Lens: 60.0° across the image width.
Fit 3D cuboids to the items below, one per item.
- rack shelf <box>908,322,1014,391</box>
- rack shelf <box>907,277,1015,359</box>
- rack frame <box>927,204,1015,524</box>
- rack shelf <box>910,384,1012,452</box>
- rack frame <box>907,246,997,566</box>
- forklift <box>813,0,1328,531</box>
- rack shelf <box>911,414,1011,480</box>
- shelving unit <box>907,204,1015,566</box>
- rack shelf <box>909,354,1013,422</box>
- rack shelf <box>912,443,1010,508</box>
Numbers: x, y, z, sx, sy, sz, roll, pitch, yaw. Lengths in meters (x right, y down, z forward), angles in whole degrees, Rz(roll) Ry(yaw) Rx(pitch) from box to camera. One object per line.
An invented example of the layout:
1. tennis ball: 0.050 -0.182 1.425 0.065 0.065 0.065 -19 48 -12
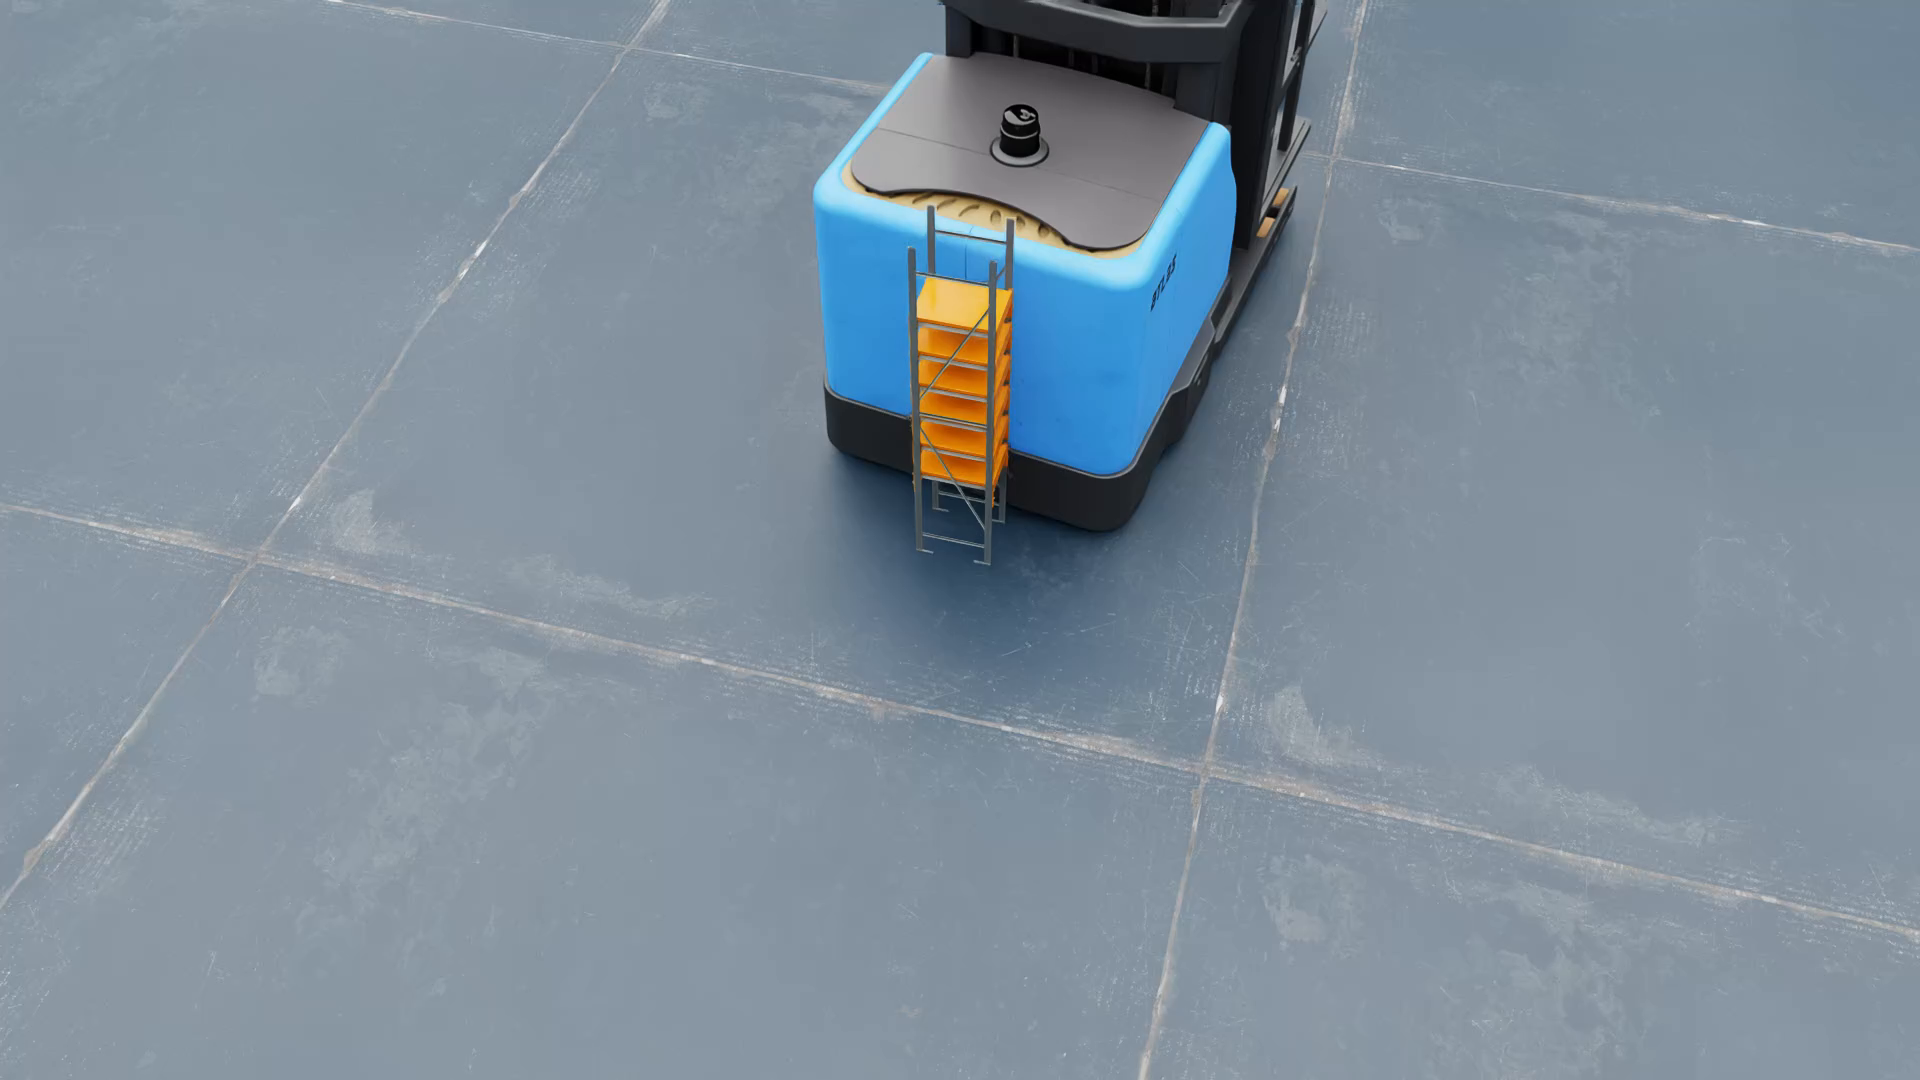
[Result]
1. rack shelf: 0.004 -0.537 4.663 0.258 0.103 0.180 12 50 10
2. rack shelf: 0.004 -0.616 4.573 0.258 0.103 0.180 12 50 10
3. rack frame: 0.028 -0.474 4.868 0.240 1.200 0.006 12 50 10
4. rack shelf: 0.004 -0.378 4.843 0.258 0.103 0.180 12 50 10
5. rack frame: -0.020 -0.341 4.751 0.240 1.200 0.006 12 50 10
6. forklift: 0.616 -2.122 5.168 1.130 2.935 3.031 18 51 15
7. rack shelf: 0.004 -0.299 4.933 0.258 0.103 0.180 12 50 10
8. shelving unit: 0.004 -0.408 4.809 0.258 1.200 0.189 12 50 10
9. rack shelf: 0.004 -0.458 4.753 0.258 0.103 0.180 12 50 10
10. rack shelf: 0.004 -0.219 5.023 0.258 0.103 0.180 12 50 10
